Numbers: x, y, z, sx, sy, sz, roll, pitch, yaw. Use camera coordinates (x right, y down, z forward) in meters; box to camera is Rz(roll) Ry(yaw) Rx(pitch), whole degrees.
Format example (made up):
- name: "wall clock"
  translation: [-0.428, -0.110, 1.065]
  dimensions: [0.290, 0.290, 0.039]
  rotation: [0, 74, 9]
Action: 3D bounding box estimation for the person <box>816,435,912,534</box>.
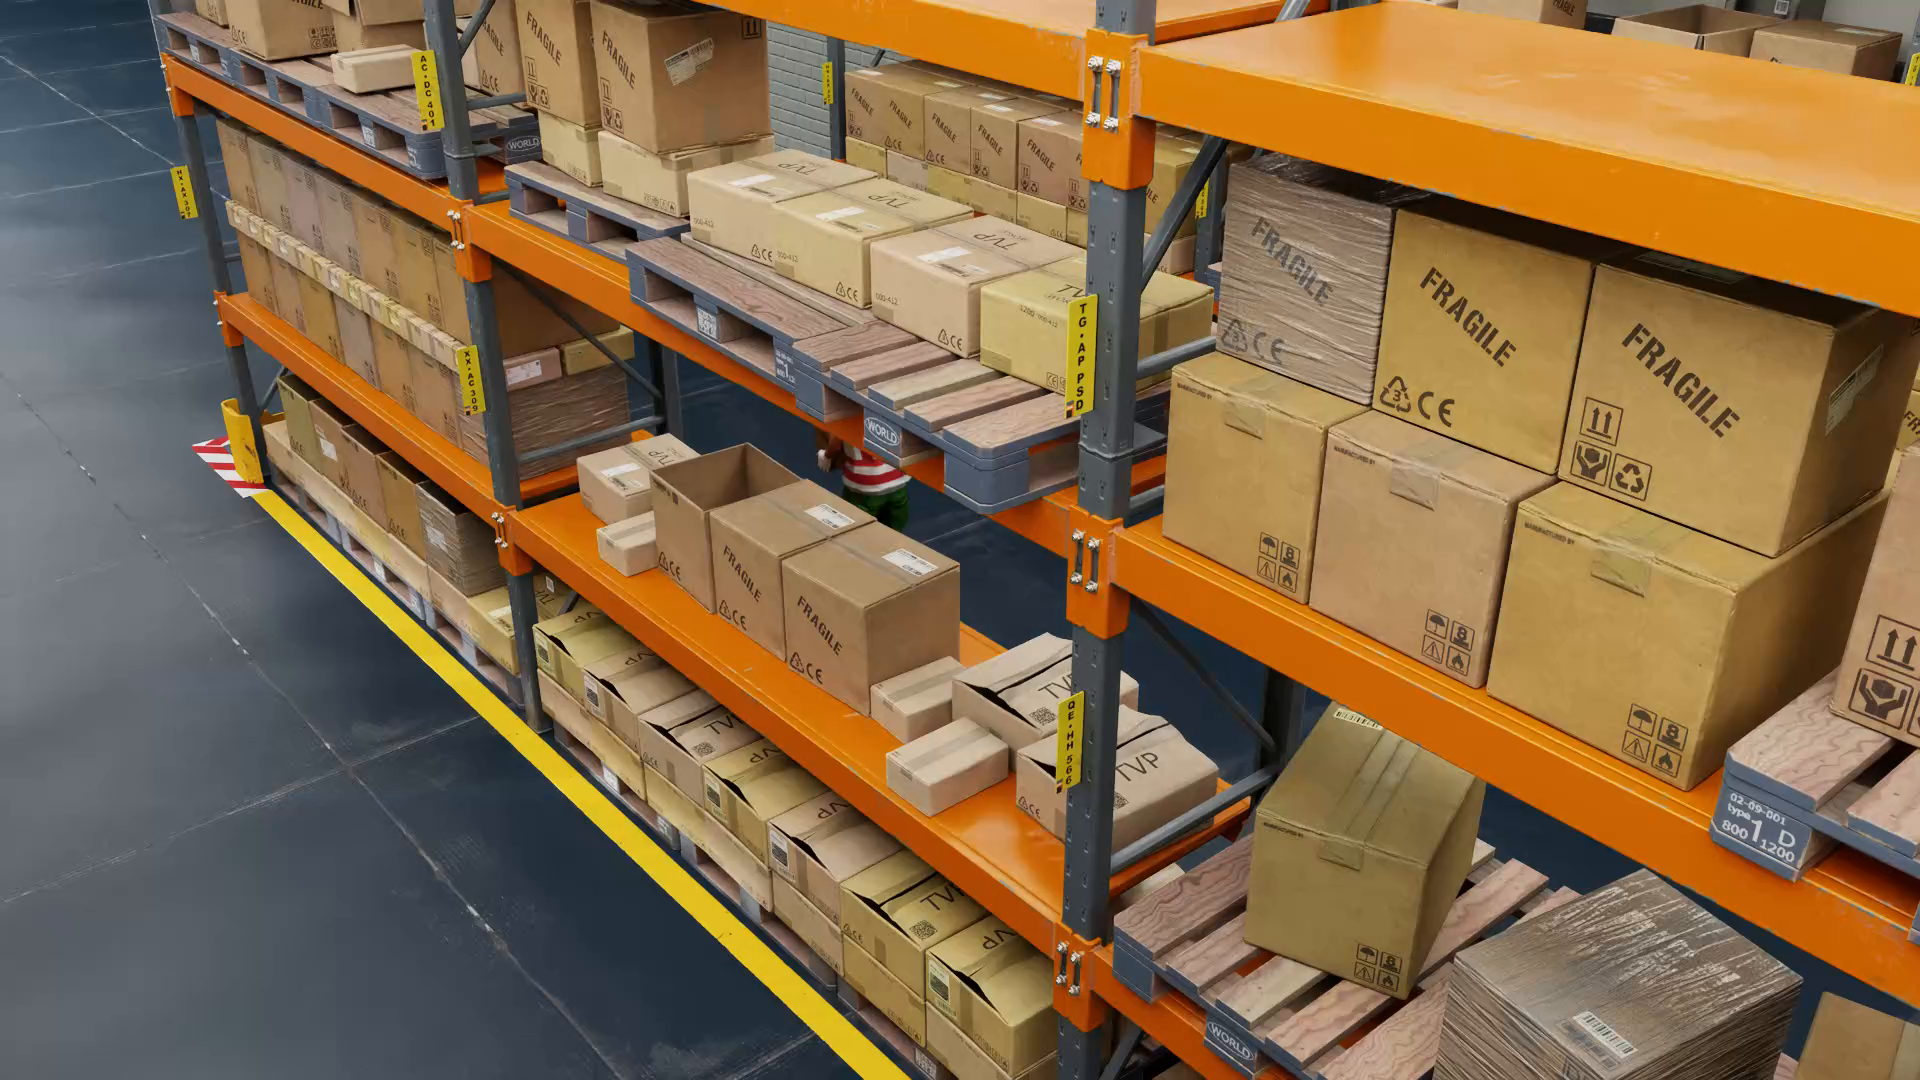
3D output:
- name: "person"
  translation: [-0.532, -0.348, 9.259]
  dimensions: [0.494, 1.782, 0.564]
  rotation: [-22, 35, -35]
